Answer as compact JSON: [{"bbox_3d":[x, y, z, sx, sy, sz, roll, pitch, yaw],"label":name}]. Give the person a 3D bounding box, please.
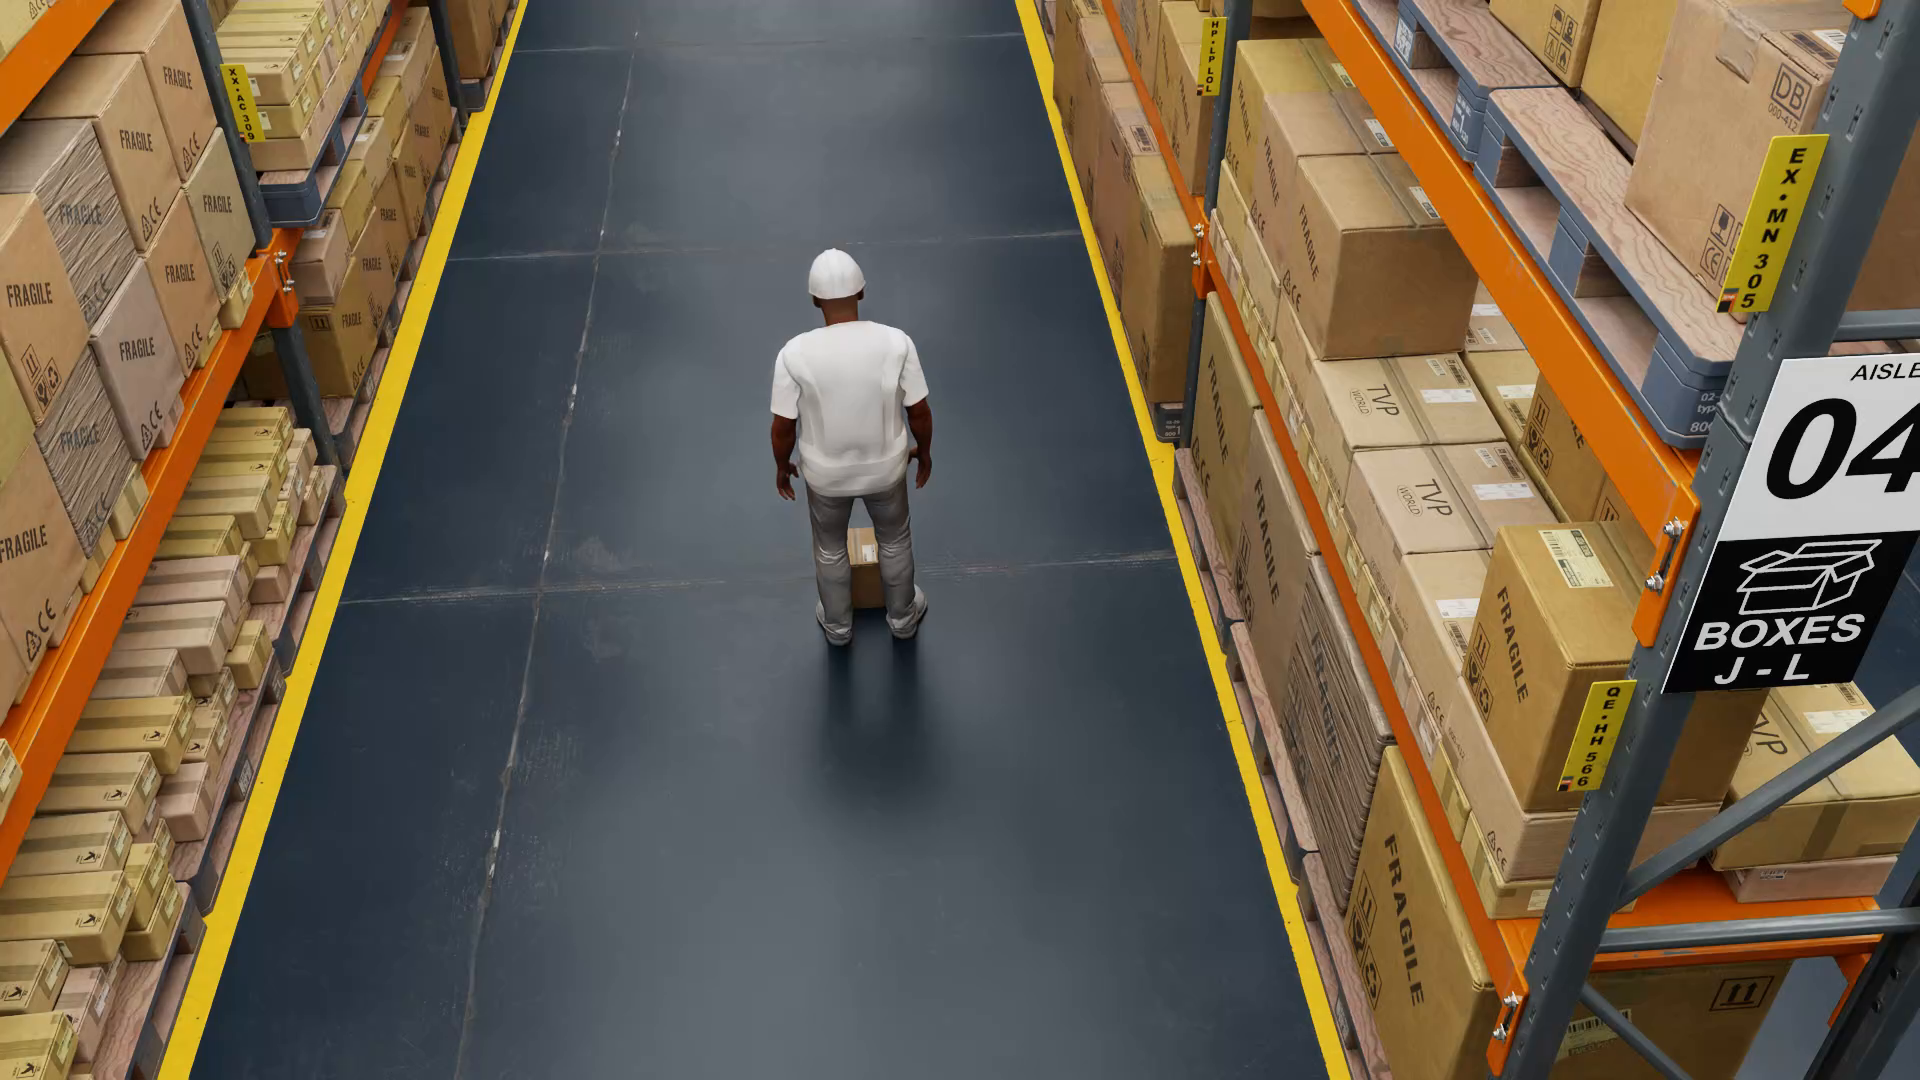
[{"bbox_3d":[-0.419,-0.321,6.539,0.628,1.759,0.461,-5,39,-6],"label":"person"}]
